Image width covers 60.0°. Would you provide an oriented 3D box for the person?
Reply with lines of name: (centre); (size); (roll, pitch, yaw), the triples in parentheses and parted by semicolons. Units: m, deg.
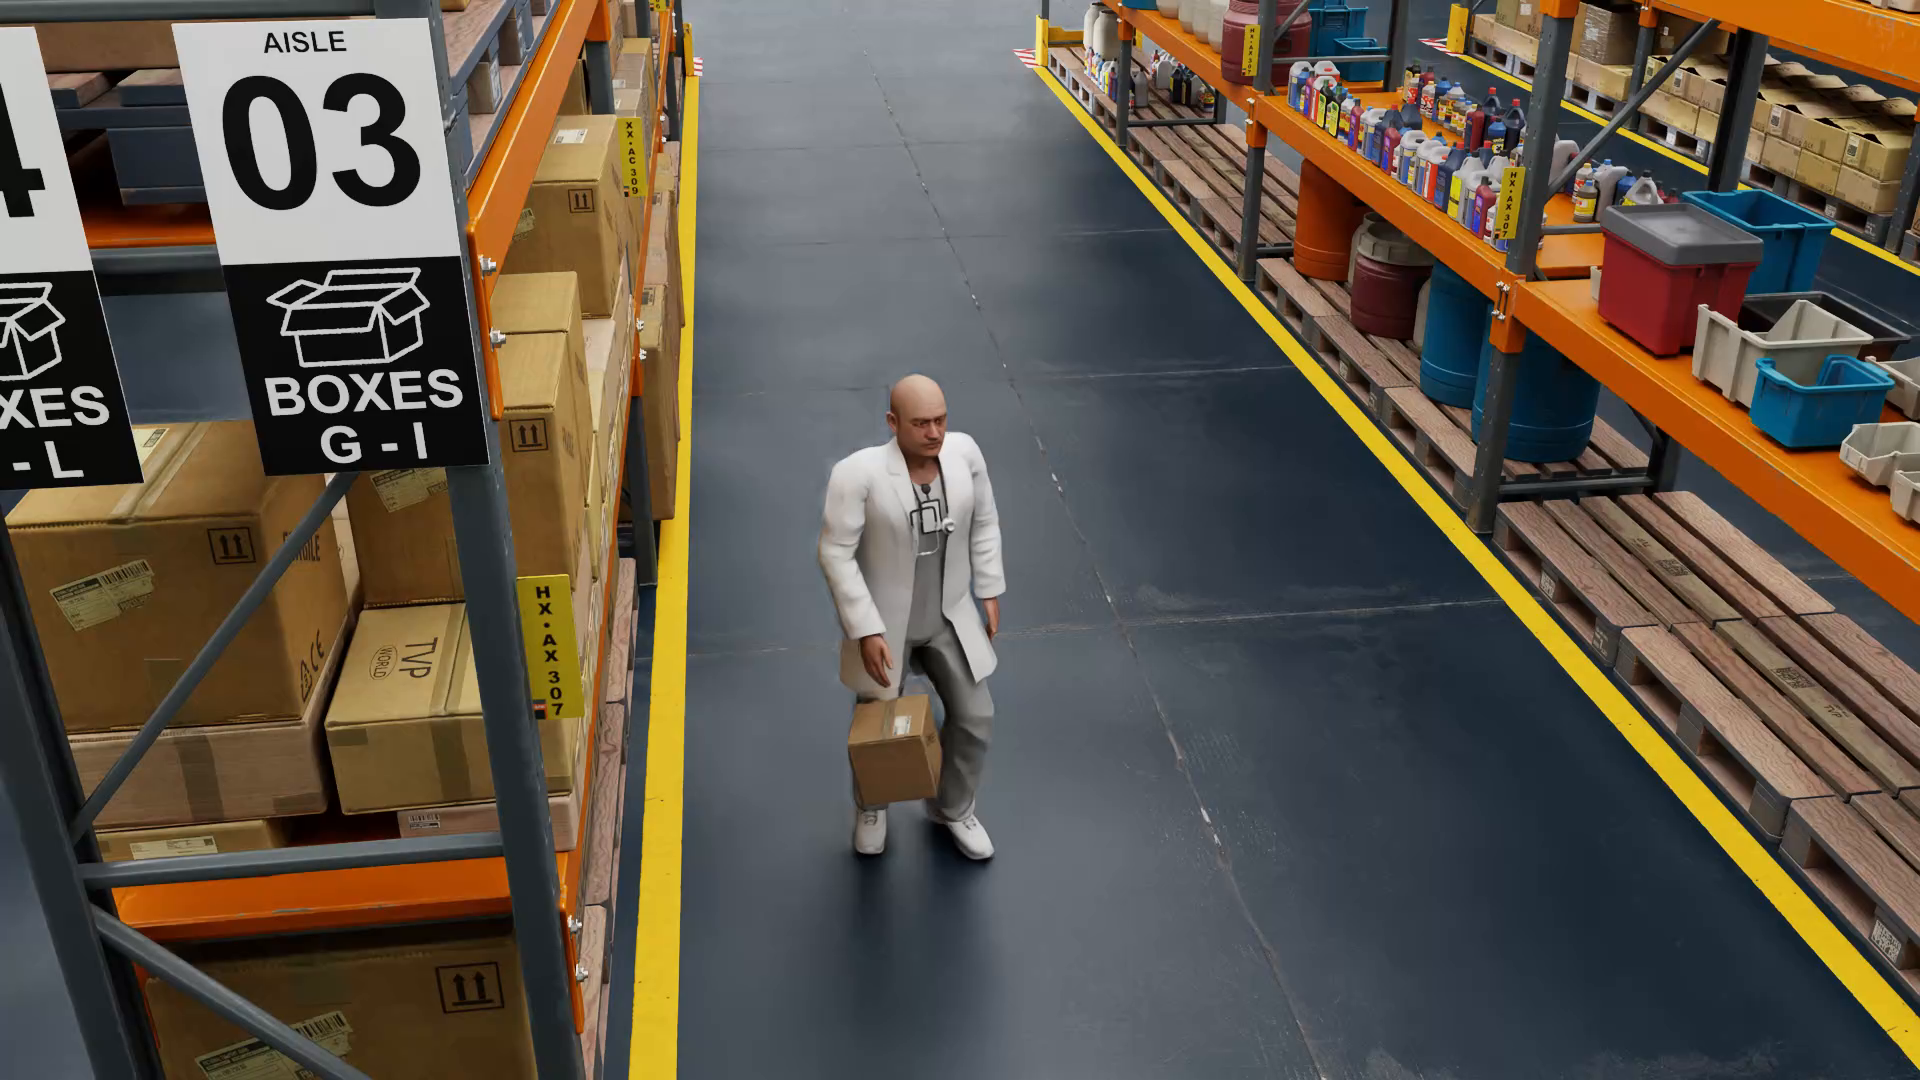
person: (-0.150, 0.273, 5.597); (0.676, 1.770, 0.542); (-11, 29, -20)
